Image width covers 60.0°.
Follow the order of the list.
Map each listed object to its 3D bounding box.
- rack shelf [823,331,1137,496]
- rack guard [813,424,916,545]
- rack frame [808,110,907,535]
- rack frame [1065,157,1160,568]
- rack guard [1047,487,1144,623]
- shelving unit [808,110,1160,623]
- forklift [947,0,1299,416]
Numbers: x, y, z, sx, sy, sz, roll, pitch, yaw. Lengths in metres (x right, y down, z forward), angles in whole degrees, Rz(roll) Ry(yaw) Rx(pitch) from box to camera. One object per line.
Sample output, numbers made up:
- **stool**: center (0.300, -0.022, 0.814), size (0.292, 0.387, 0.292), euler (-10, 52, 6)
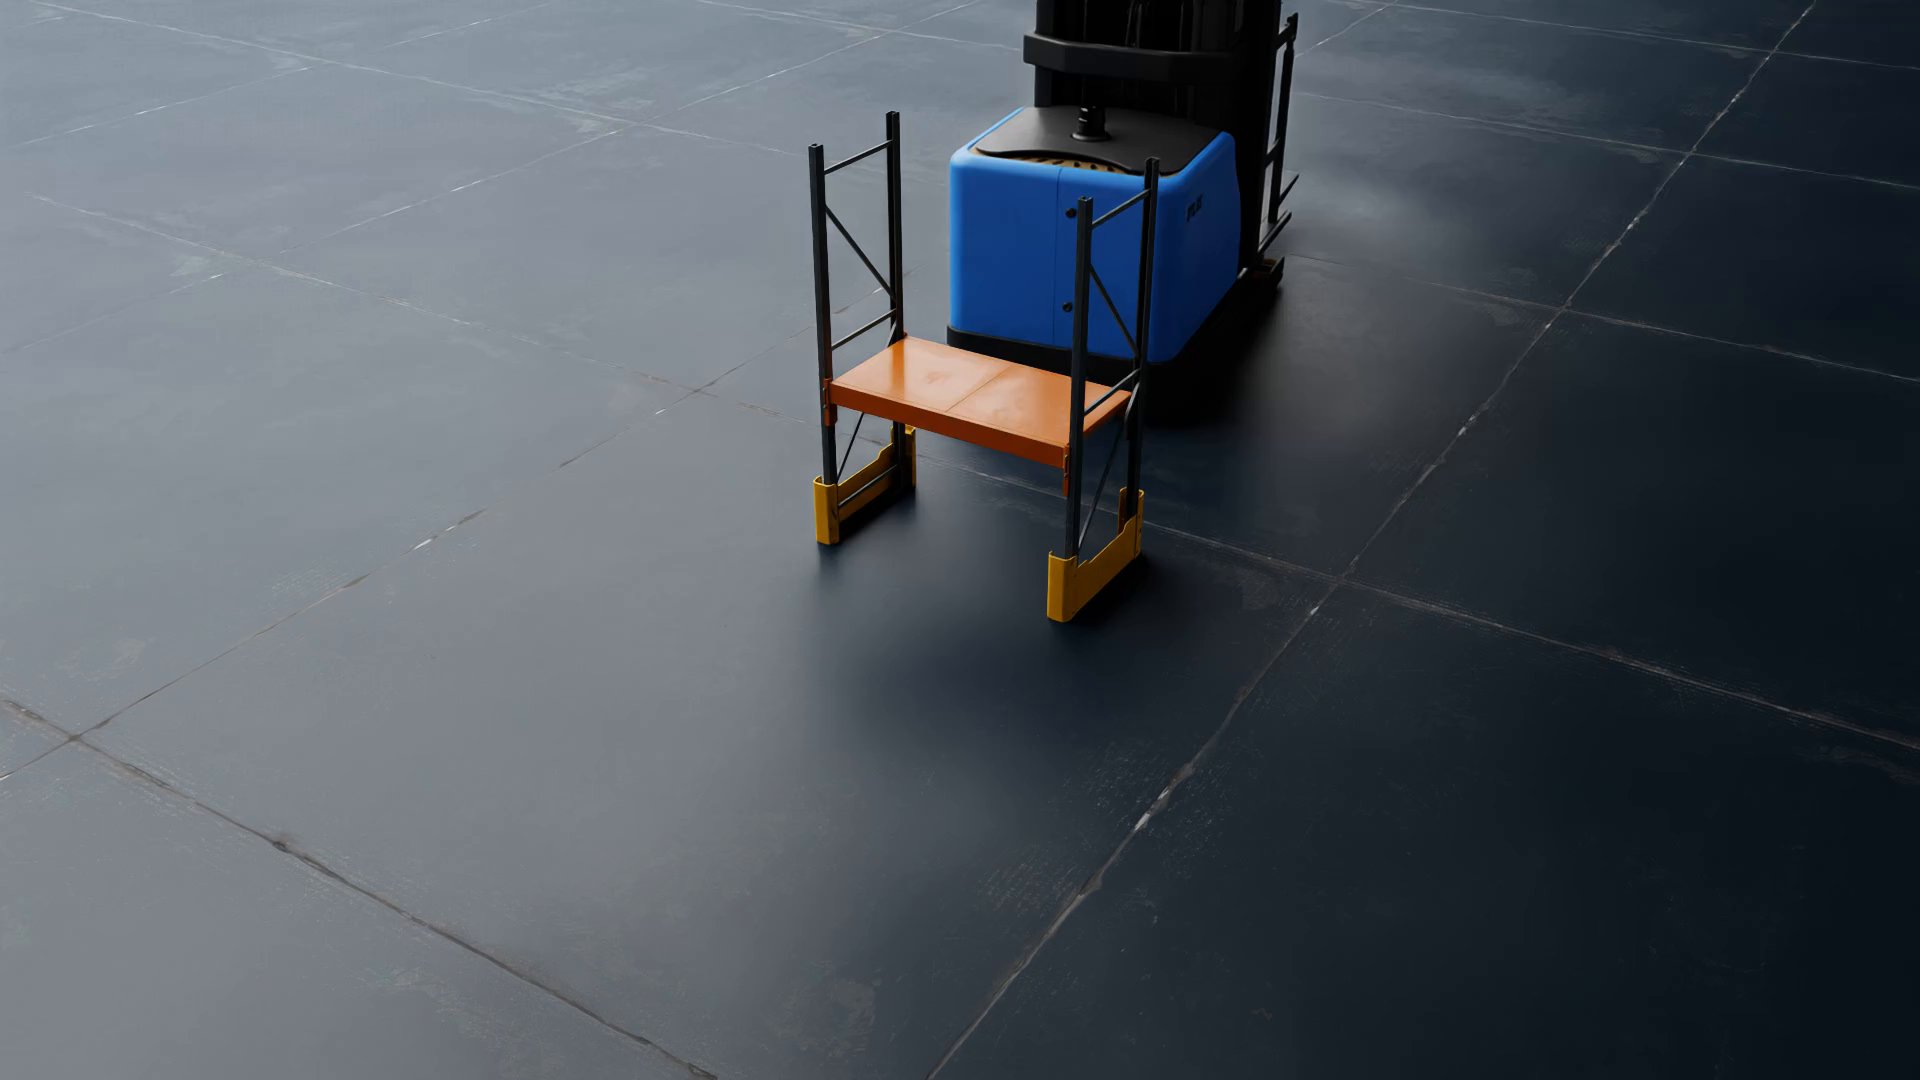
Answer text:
- **rack shelf**: center (0.072, -0.470, 5.924), size (1.000, 0.185, 0.538), euler (18, 35, 27)
- **rack guard**: center (-0.357, -0.221, 6.381), size (0.087, 0.250, 0.587), euler (18, 35, 27)
- **rack frame**: center (-0.358, -0.761, 6.066), size (0.032, 1.500, 0.500), euler (18, 35, 27)
- **rack frame**: center (0.503, -0.489, 5.599), size (0.032, 1.500, 0.500), euler (18, 35, 27)
- **rack guard**: center (0.486, 0.046, 5.923), size (0.087, 0.250, 0.587), euler (18, 35, 27)
- **shelving unit**: center (0.065, -0.627, 5.837), size (1.083, 1.500, 0.587), euler (18, 35, 27)
- **forklift**: center (0.991, -2.512, 7.647), size (1.130, 2.935, 3.031), euler (12, 32, 20)
